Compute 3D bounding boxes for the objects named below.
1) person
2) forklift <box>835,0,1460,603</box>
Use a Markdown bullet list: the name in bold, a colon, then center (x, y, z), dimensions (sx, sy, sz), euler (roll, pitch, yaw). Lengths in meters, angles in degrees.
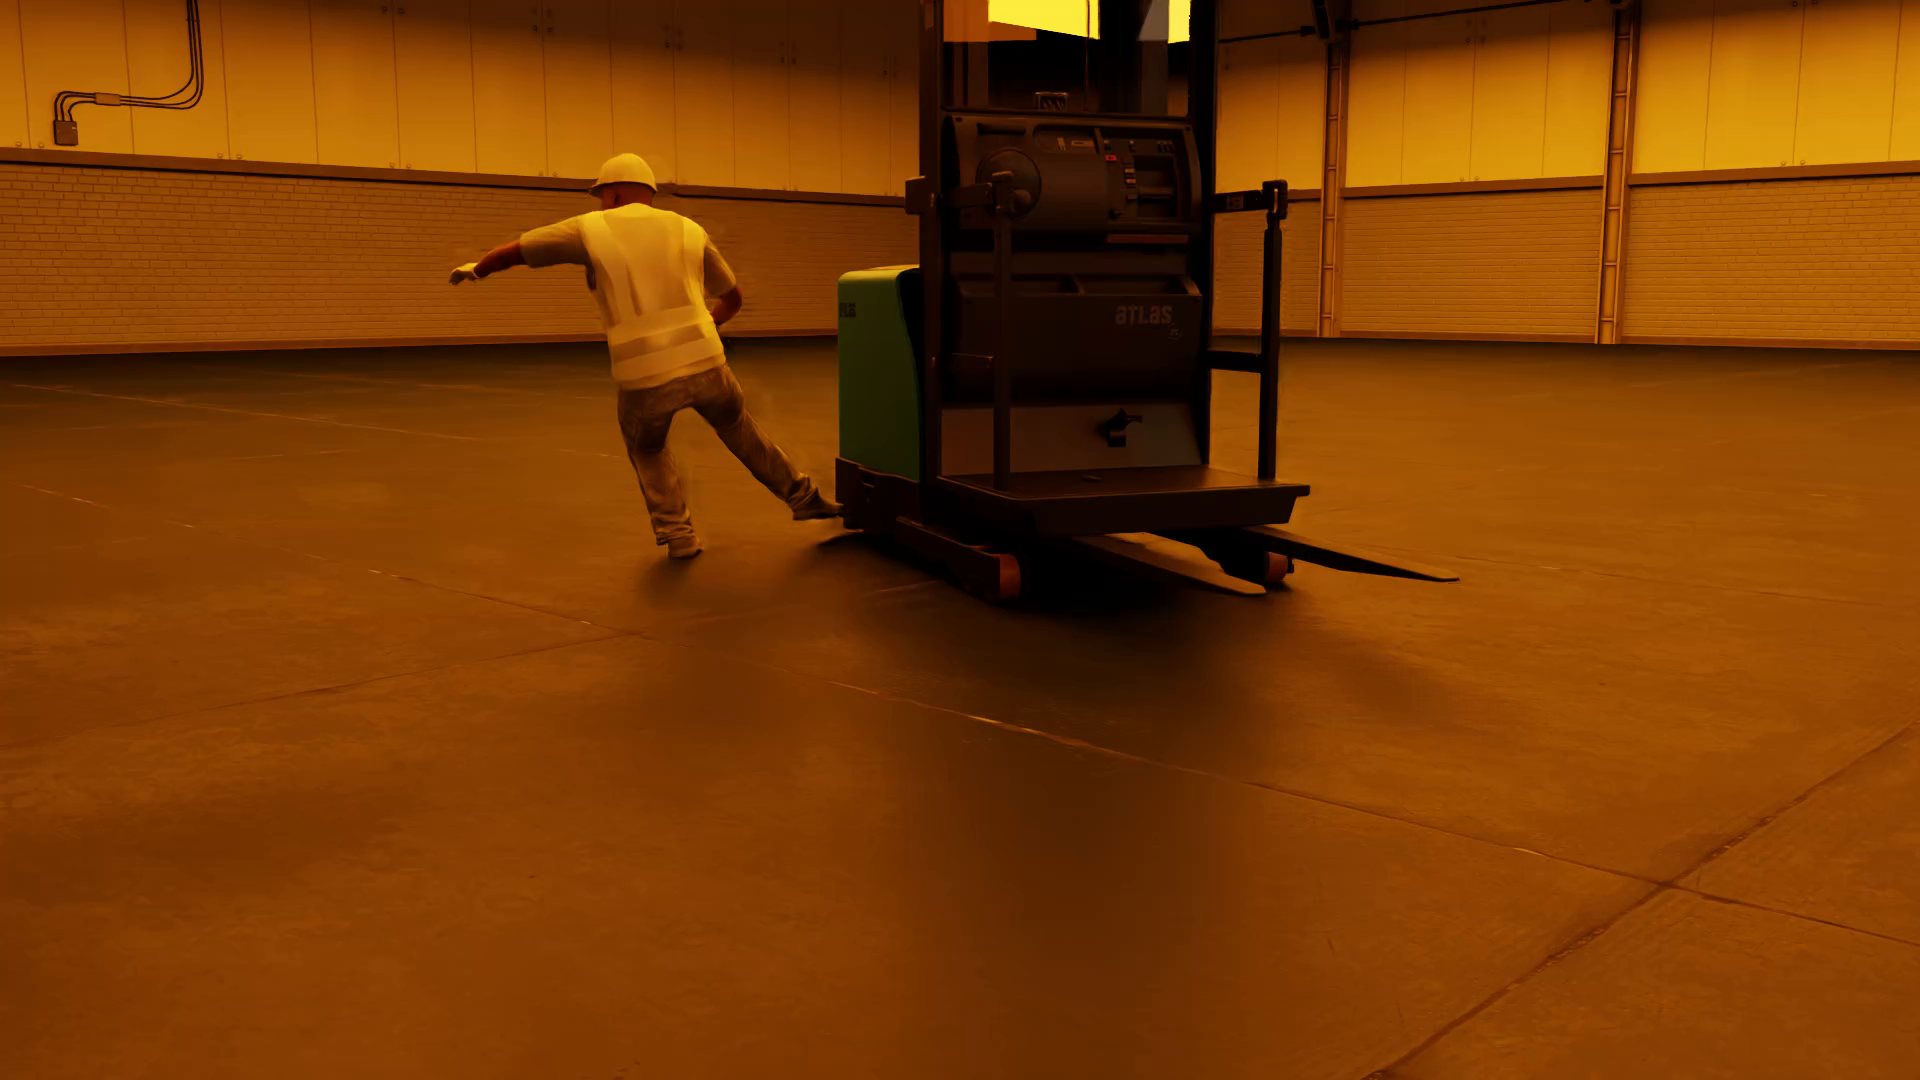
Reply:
- **person**: center (-1.132, -0.710, 6.433), dimensions (1.463, 1.525, 0.872), euler (-5, 10, -30)
- **forklift**: center (0.495, -1.316, 5.610), dimensions (1.130, 2.935, 3.031), euler (-3, 9, -21)
